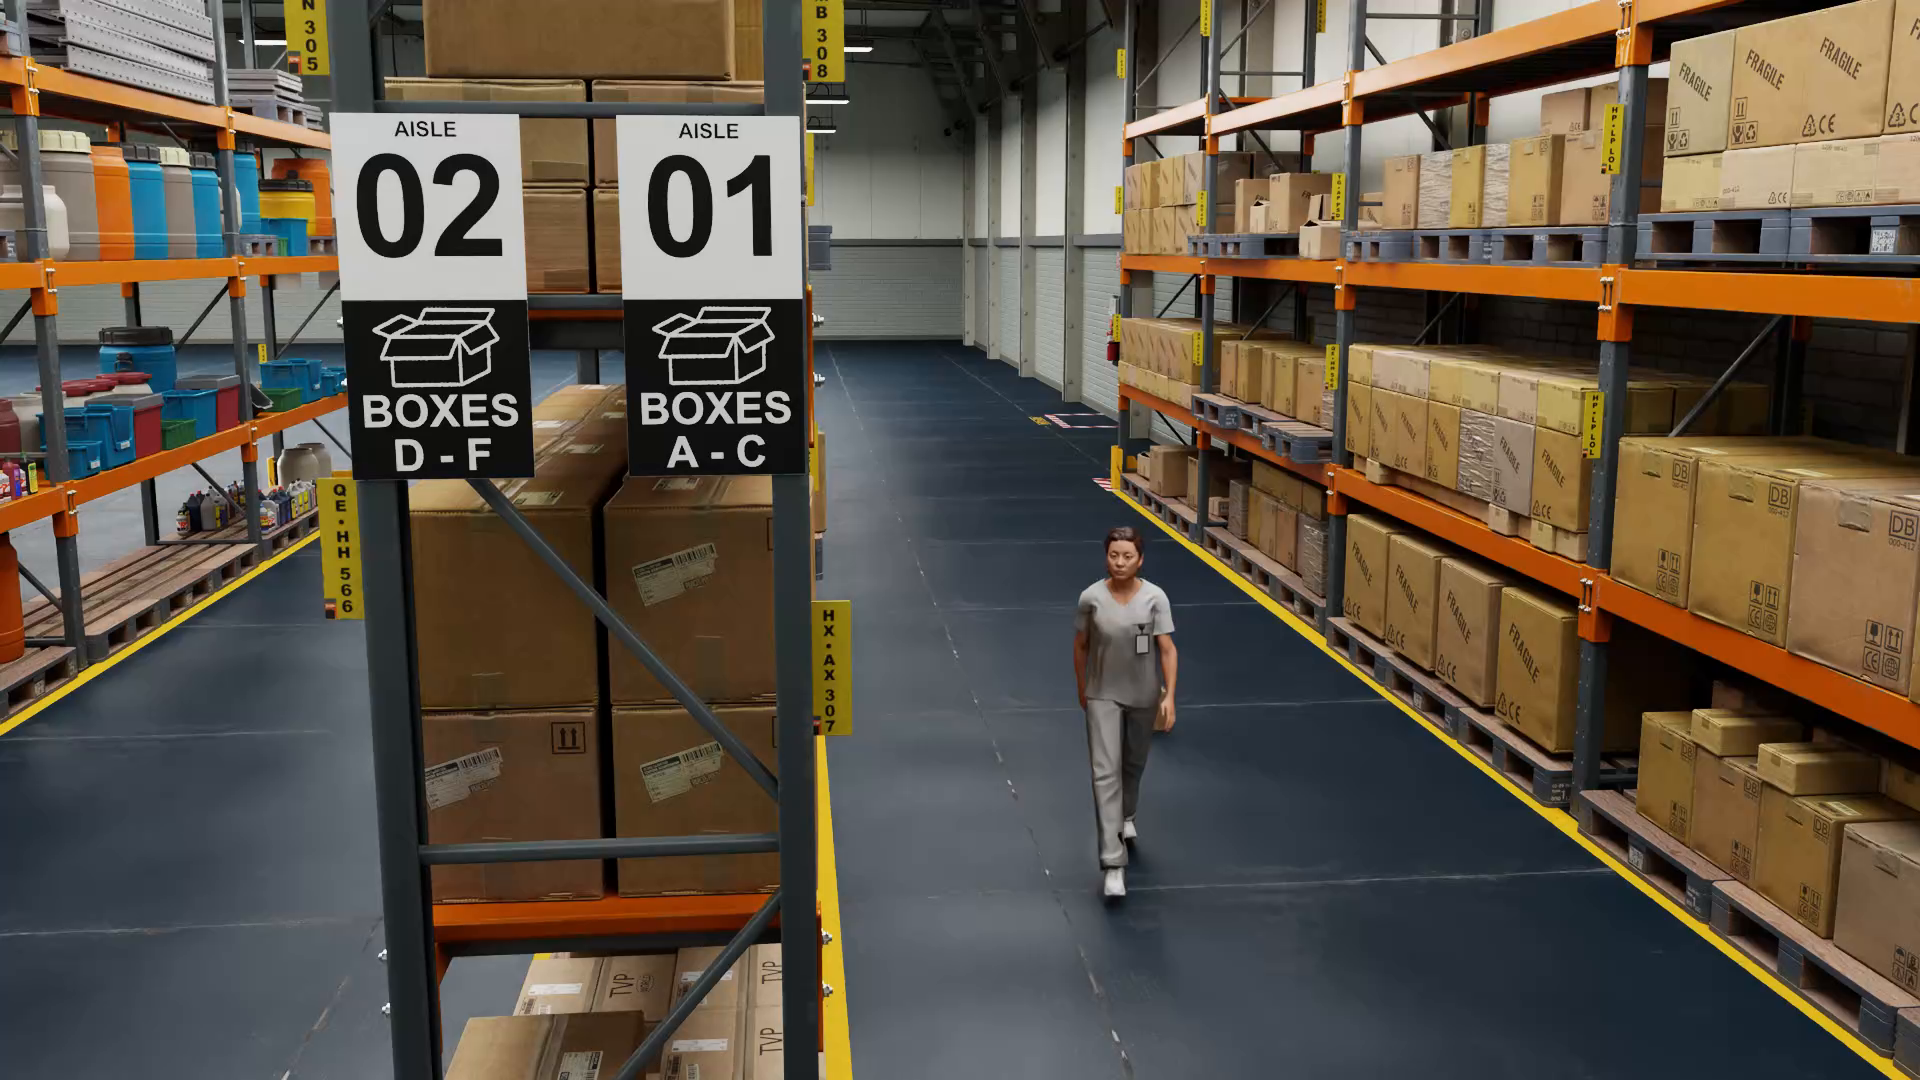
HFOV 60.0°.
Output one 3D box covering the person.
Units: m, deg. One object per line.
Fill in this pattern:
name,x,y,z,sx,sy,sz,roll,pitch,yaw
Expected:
person,0.769,0.737,7.738,0.467,1.601,1.052,0,10,0
